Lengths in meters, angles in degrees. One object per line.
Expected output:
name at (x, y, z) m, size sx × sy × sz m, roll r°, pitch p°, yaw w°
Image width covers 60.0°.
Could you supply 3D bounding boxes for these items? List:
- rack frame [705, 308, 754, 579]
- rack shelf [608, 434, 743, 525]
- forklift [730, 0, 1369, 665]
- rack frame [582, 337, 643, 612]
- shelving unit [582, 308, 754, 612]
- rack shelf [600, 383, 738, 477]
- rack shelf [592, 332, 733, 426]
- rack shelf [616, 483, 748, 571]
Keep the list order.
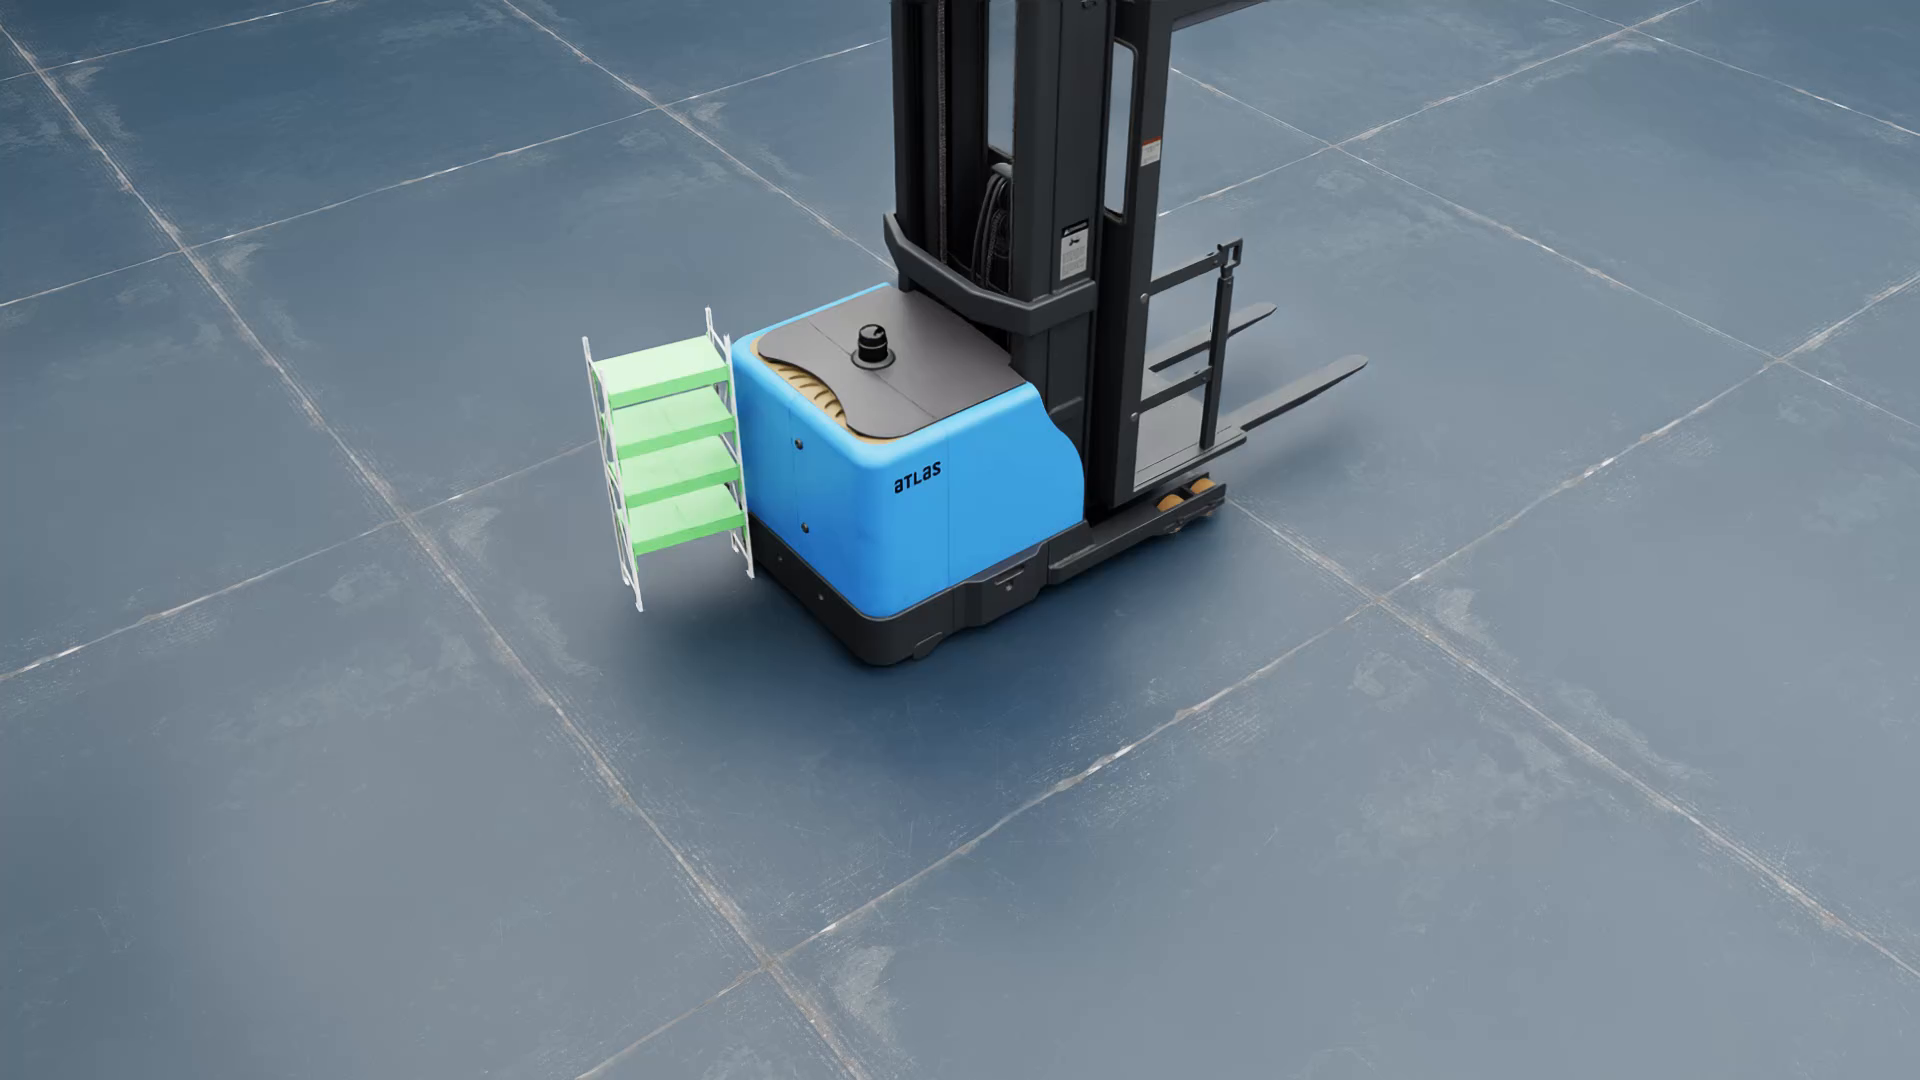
rack frame at (-0.931, -0.368, 6.753) m, size 0.015 × 1.200 × 0.240 m, roll -17°, pitch 42°, yaw -19°
rack shelf at (-1.151, -0.252, 6.712) m, size 0.480 × 0.148 × 0.258 m, roll -17°, pitch 42°, yaw -19°
forklift at (0.553, -1.406, 6.652) m, size 3.031 × 2.935 × 1.130 m, roll -26°, pitch 46°, yaw -28°
rack frame at (-1.371, -0.235, 6.590) m, size 0.015 × 1.200 × 0.240 m, roll -17°, pitch 42°, yaw -19°
shelving unit at (-1.151, -0.302, 6.672) m, size 0.503 × 1.200 × 0.258 m, roll -17°, pitch 42°, yaw -19°
rack shelf at (-1.151, -0.438, 6.560) m, size 0.480 × 0.148 × 0.258 m, roll -17°, pitch 42°, yaw -19°
rack shelf at (-1.151, -0.623, 6.408) m, size 0.480 × 0.148 × 0.258 m, roll -17°, pitch 42°, yaw -19°
rack shelf at (-1.151, -0.067, 6.864) m, size 0.480 × 0.148 × 0.258 m, roll -17°, pitch 42°, yaw -19°
